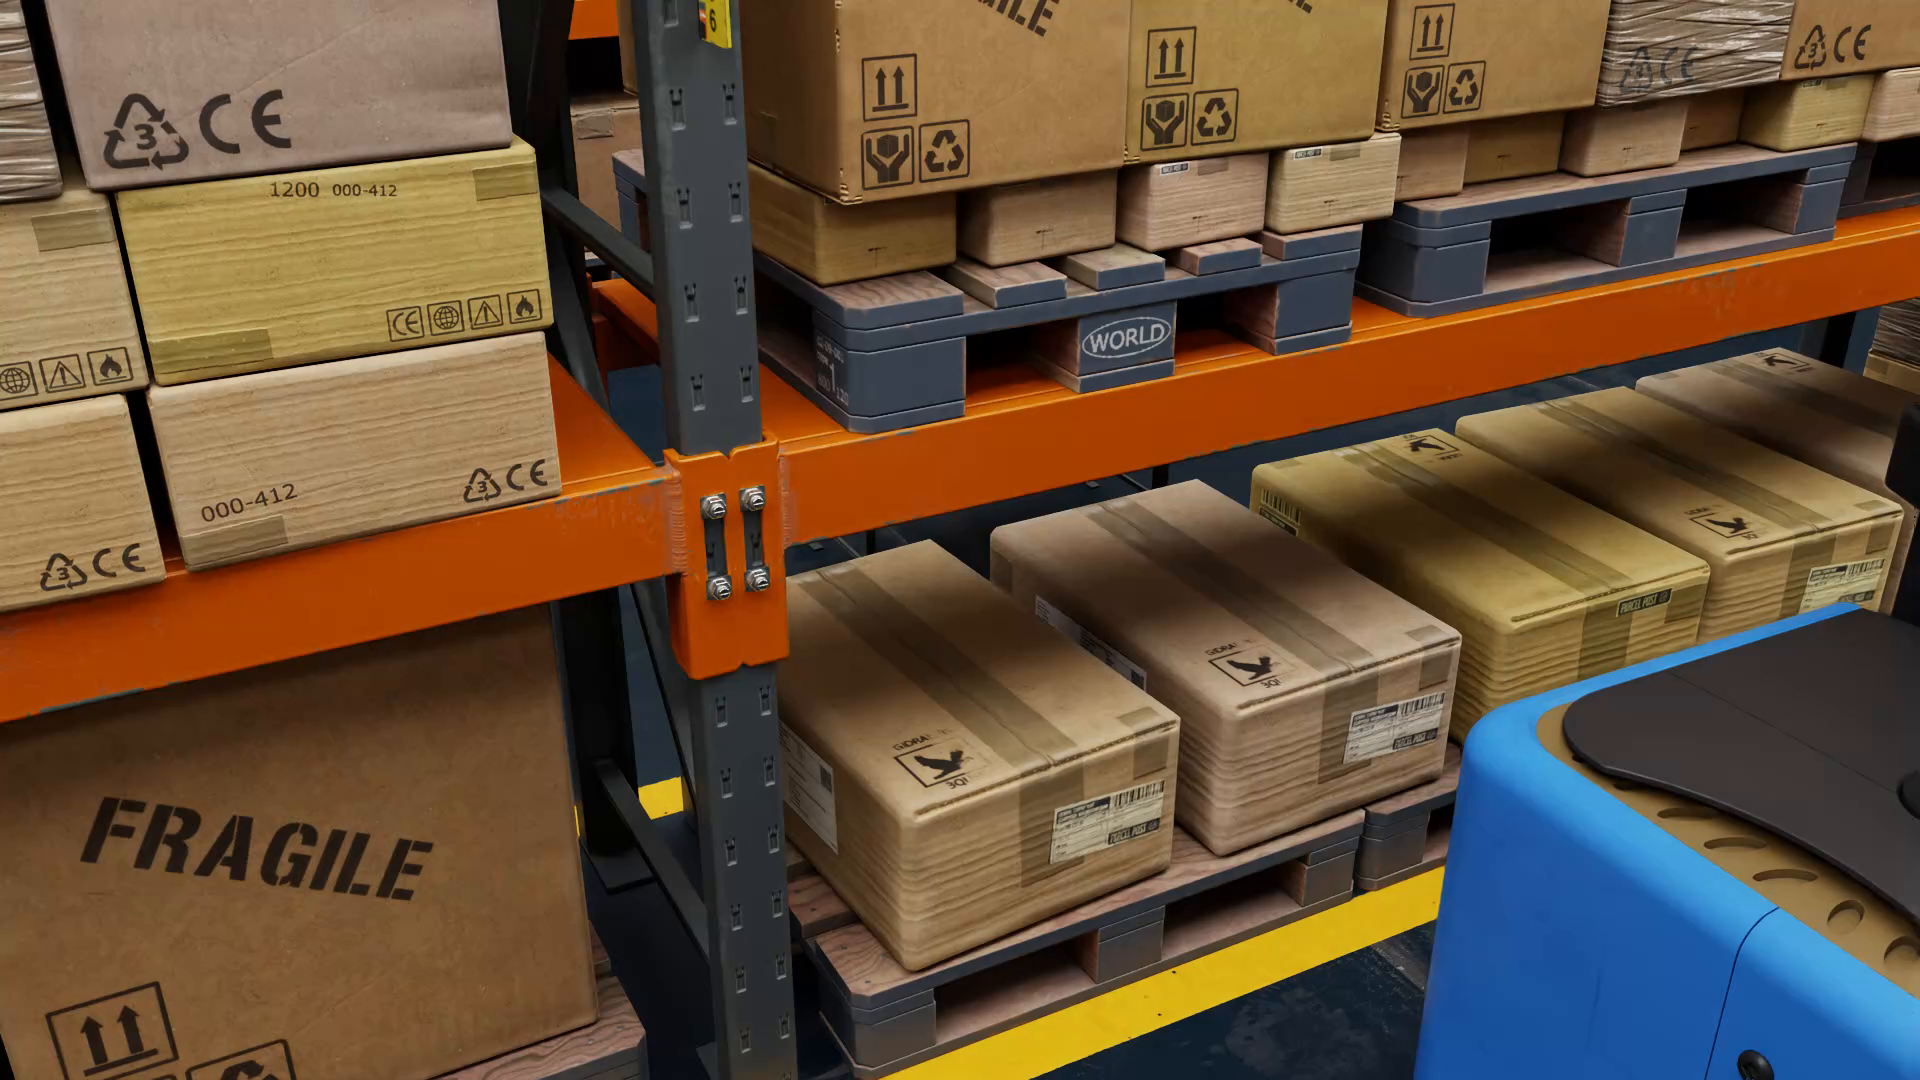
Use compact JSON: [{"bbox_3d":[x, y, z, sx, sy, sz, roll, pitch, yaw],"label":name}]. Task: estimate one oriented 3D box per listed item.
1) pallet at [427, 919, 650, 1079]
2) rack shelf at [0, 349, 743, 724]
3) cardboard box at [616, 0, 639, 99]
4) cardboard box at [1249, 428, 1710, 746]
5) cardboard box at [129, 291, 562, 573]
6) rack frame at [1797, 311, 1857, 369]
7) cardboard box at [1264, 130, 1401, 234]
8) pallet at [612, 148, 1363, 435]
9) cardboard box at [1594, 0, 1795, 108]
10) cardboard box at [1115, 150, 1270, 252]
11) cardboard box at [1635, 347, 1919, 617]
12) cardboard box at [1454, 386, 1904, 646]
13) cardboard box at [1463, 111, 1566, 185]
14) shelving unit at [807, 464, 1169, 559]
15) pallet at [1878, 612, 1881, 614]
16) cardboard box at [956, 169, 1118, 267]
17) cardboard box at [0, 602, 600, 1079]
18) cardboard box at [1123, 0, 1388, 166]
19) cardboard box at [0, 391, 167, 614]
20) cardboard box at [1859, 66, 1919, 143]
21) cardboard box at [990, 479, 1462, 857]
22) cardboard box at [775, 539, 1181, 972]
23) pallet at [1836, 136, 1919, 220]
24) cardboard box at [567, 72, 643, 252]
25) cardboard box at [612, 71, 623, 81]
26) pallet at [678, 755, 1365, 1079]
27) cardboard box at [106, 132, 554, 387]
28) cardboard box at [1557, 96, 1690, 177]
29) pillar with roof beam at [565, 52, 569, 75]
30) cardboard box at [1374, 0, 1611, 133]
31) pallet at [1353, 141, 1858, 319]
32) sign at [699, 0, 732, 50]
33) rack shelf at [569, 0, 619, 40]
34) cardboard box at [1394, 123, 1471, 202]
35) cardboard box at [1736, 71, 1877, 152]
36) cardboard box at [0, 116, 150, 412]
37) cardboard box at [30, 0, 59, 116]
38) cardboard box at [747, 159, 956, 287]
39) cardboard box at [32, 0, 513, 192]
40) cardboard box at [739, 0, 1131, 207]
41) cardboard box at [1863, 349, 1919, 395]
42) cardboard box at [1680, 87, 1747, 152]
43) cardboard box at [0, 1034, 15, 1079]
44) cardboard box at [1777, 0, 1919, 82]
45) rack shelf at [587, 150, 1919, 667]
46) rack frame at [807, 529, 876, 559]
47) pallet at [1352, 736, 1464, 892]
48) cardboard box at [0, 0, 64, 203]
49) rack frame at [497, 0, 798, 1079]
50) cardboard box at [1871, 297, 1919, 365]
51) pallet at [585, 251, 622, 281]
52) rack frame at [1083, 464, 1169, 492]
[{"bbox_3d":[-1.314,0.905,3.120,1.213,0.211,1.003,-13,29,-25],"label":"pallet"},{"bbox_3d":[-2.347,0.248,2.099,4.000,0.370,1.077,-13,29,-25],"label":"rack shelf"},{"bbox_3d":[-0.312,-1.051,3.028,0.500,0.500,0.500,-14,29,-27],"label":"cardboard box"},{"bbox_3d":[1.240,0.095,4.137,0.625,0.372,0.950,-12,28,-23],"label":"cardboard box"},{"bbox_3d":[-0.906,-0.214,2.403,0.500,0.250,0.500,-14,29,-27],"label":"cardboard box"},{"bbox_3d":[2.947,-1.298,4.488,0.127,3.000,1.000,-13,29,-25],"label":"rack frame"},{"bbox_3d":[0.573,-0.686,3.018,0.250,0.149,0.380,-13,28,-25],"label":"cardboard box"},{"bbox_3d":[-0.004,-0.583,3.220,1.003,0.211,1.213,-13,29,-25],"label":"pallet"},{"bbox_3d":[1.290,-1.174,3.284,0.500,0.500,0.500,-14,29,-27],"label":"cardboard box"},{"bbox_3d":[0.320,-0.638,2.917,0.250,0.149,0.380,-15,29,-28],"label":"cardboard box"},{"bbox_3d":[2.485,-0.195,4.741,0.625,0.372,0.950,-13,28,-24],"label":"cardboard box"},{"bbox_3d":[1.853,-0.047,4.434,0.625,0.372,0.950,-11,28,-22],"label":"cardboard box"},{"bbox_3d":[0.979,-0.837,3.333,0.250,0.149,0.380,-12,28,-23],"label":"cardboard box"},{"bbox_3d":[0.075,-0.693,4.962,1.048,1.500,0.538,-13,29,-25],"label":"shelving unit"},{"bbox_3d":[2.261,0.118,4.760,1.213,0.211,1.003,-13,29,-25],"label":"pallet"},{"bbox_3d":[0.057,-0.599,2.838,0.250,0.149,0.380,-15,29,-28],"label":"cardboard box"},{"bbox_3d":[-1.231,0.394,2.933,0.875,0.875,0.875,-13,29,-26],"label":"cardboard box"},{"bbox_3d":[0.380,-0.964,2.848,0.500,0.500,0.500,-11,28,-22],"label":"cardboard box"},{"bbox_3d":[-1.350,-0.104,2.173,0.500,0.250,0.500,-12,28,-24],"label":"cardboard box"},{"bbox_3d":[1.948,-0.998,3.667,0.250,0.149,0.380,-13,28,-25],"label":"cardboard box"},{"bbox_3d":[0.568,0.247,3.820,0.625,0.372,0.950,-14,29,-26],"label":"cardboard box"},{"bbox_3d":[-0.079,0.401,3.501,0.625,0.372,0.950,-15,30,-29],"label":"cardboard box"},{"bbox_3d":[2.204,-1.112,4.321,1.213,0.211,1.003,-13,29,-25],"label":"pallet"},{"bbox_3d":[-1.792,-1.755,7.698,0.625,0.625,0.875,-12,28,-23],"label":"cardboard box"},{"bbox_3d":[-1.198,-1.892,7.984,0.625,0.625,0.875,-14,29,-27],"label":"cardboard box"},{"bbox_3d":[0.108,0.615,3.725,1.213,0.211,1.003,-13,29,-25],"label":"pallet"},{"bbox_3d":[-0.890,-0.445,2.308,0.500,0.250,0.500,-13,29,-25],"label":"cardboard box"},{"bbox_3d":[1.241,-0.865,3.392,0.250,0.149,0.380,-12,28,-23],"label":"cardboard box"},{"bbox_3d":[-0.169,-4.048,3.285,0.400,9.000,9.100,-13,29,-25],"label":"pillar with roof beam"},{"bbox_3d":[0.845,-1.075,3.078,0.500,0.500,0.500,-12,28,-24],"label":"cardboard box"},{"bbox_3d":[1.145,-0.816,3.705,1.213,0.211,1.003,-13,29,-25],"label":"pallet"},{"bbox_3d":[-0.318,-0.794,2.101,0.005,0.325,0.100,-13,29,-25],"label":"sign"},{"bbox_3d":[-1.157,-2.461,7.742,4.000,0.370,1.077,-13,29,-25],"label":"rack shelf"},{"bbox_3d":[0.749,-0.765,3.182,0.250,0.149,0.380,-11,28,-22],"label":"cardboard box"},{"bbox_3d":[1.716,-0.962,3.592,0.250,0.149,0.380,-13,29,-25],"label":"cardboard box"},{"bbox_3d":[-1.341,-0.340,2.087,0.500,0.250,0.500,-14,29,-26],"label":"cardboard box"},{"bbox_3d":[-1.566,-0.867,2.320,0.500,0.500,0.500,-13,28,-25],"label":"cardboard box"},{"bbox_3d":[-0.208,-0.555,2.745,0.250,0.149,0.380,-15,29,-28],"label":"cardboard box"},{"bbox_3d":[-0.916,-0.774,2.126,0.500,0.500,0.500,-14,29,-26],"label":"cardboard box"},{"bbox_3d":[-0.076,-0.855,2.621,0.500,0.500,0.500,-14,29,-27],"label":"cardboard box"},{"bbox_3d":[3.342,-0.471,5.457,0.500,0.250,0.500,-12,28,-23],"label":"cardboard box"},{"bbox_3d":[1.435,-0.947,3.562,0.250,0.149,0.380,-14,29,-27],"label":"cardboard box"},{"bbox_3d":[-2.020,0.574,2.558,0.875,0.875,0.875,-13,28,-24],"label":"cardboard box"},{"bbox_3d":[1.752,-1.281,3.507,0.500,0.500,0.500,-12,28,-23],"label":"cardboard box"},{"bbox_3d":[1.182,-0.566,3.795,4.000,0.370,1.077,-13,29,-25],"label":"rack shelf"},{"bbox_3d":[-0.373,-0.590,4.746,0.032,1.500,0.500,-13,29,-25],"label":"rack frame"},{"bbox_3d":[1.183,0.368,4.239,1.213,0.211,1.003,-13,29,-25],"label":"pallet"},{"bbox_3d":[-1.364,-0.666,1.902,0.500,0.500,0.500,-12,28,-24],"label":"cardboard box"},{"bbox_3d":[-0.582,-0.483,2.791,0.127,3.000,1.000,-13,29,-25],"label":"rack frame"},{"bbox_3d":[3.343,-0.809,5.294,0.500,0.500,0.500,-13,29,-26],"label":"cardboard box"},{"bbox_3d":[-2.177,-1.274,7.660,1.213,0.211,1.003,-13,29,-25],"label":"pallet"},{"bbox_3d":[0.524,-0.797,5.177,0.032,1.500,0.500,-13,29,-25],"label":"rack frame"}]
